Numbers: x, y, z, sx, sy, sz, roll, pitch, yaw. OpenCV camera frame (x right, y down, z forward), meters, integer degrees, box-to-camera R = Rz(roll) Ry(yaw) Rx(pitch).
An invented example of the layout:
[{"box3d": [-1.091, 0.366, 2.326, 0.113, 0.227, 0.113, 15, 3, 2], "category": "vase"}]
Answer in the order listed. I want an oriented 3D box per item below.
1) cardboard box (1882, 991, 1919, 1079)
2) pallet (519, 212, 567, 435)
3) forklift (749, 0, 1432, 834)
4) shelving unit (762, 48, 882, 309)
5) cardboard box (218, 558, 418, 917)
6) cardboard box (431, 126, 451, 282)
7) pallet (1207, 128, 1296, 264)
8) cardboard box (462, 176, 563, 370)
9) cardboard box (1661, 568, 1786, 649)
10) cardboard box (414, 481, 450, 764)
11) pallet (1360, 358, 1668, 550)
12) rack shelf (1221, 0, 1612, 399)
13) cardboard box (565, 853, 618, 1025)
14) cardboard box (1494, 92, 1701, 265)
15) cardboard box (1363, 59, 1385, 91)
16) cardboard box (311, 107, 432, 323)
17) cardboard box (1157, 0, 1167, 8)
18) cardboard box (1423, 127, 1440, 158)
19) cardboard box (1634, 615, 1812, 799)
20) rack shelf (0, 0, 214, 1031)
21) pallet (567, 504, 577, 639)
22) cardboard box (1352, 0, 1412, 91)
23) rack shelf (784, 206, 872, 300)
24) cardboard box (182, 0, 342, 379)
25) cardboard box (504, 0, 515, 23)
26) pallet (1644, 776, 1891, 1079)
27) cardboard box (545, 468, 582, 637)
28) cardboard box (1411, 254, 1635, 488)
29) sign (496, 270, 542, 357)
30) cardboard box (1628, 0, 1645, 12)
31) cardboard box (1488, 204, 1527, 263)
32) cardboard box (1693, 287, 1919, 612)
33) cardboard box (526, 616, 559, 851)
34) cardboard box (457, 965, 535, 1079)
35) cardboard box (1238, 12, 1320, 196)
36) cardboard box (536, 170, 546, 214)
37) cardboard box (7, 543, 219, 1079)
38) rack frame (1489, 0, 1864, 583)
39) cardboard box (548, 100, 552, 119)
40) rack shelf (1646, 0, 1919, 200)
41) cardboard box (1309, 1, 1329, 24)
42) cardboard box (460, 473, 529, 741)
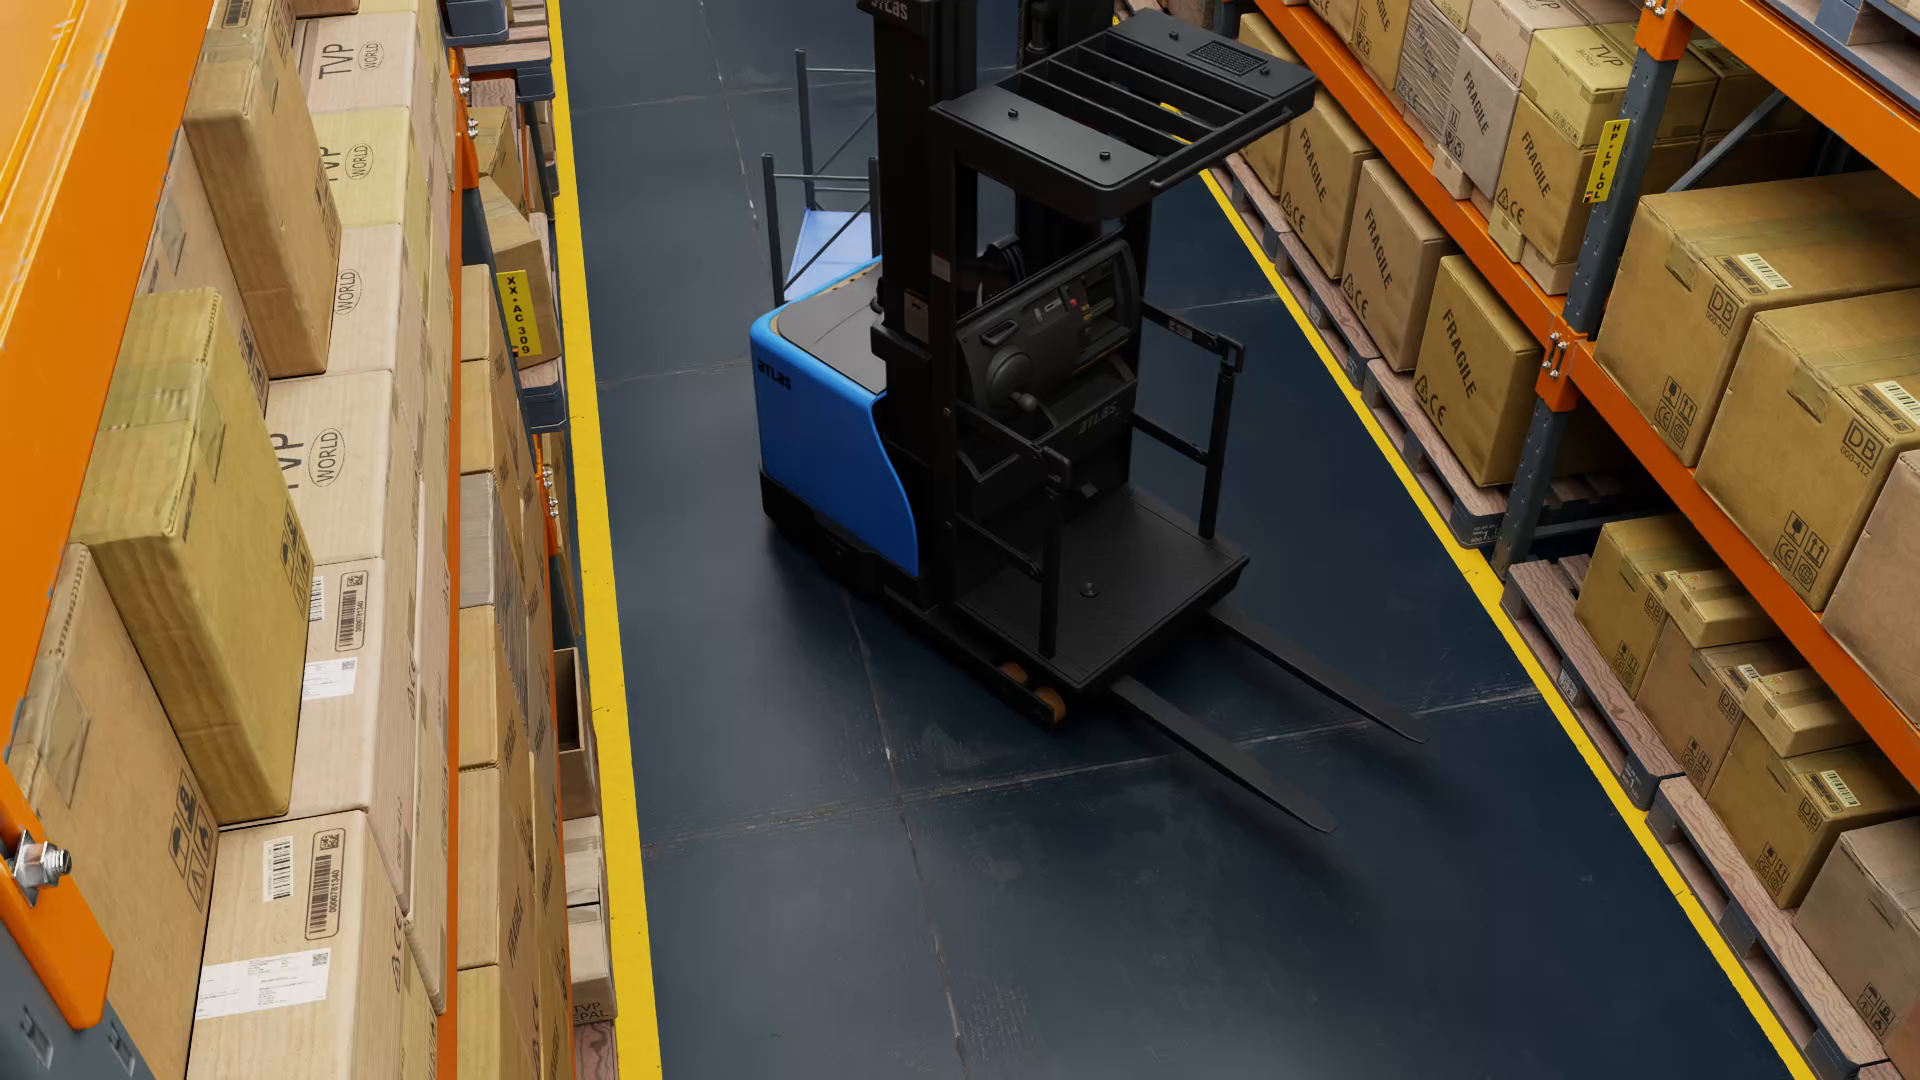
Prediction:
[{"box3d": [3.367, 1.563, 5.079, 0.700, 0.500, 0.500, -8, 42, -9], "category": "cardboard box"}, {"box3d": [-2.042, -0.794, 6.311, 1.003, 0.211, 1.213, -8, 42, -9], "category": "pallet"}, {"box3d": [0.499, -0.736, 6.153, 3.031, 2.935, 1.130, 33, 51, 32], "category": "forklift"}, {"box3d": [-0.564, -1.419, 8.000, 0.538, 1.500, 1.048, 3, 42, 3], "category": "shelving unit"}, {"box3d": [-1.070, 0.313, 2.397, 0.500, 0.250, 0.500, -8, 42, -9], "category": "cardboard box"}, {"box3d": [-1.513, -0.795, 4.021, 0.500, 0.250, 0.500, -8, 42, -9], "category": "cardboard box"}, {"box3d": [2.094, -2.072, 9.707, 1.003, 0.211, 1.213, -8, 42, -9], "category": "pallet"}, {"box3d": [-1.859, -0.866, 5.856, 0.700, 0.500, 0.500, -23, 46, -23], "category": "cardboard box"}, {"box3d": [2.818, 0.238, 6.082, 0.380, 0.149, 0.250, -7, 42, -8], "category": "cardboard box"}, {"box3d": [-1.180, 0.176, 2.928, 0.500, 0.250, 0.500, -8, 42, -9], "category": "cardboard box"}, {"box3d": [2.620, -0.491, 7.926, 1.003, 0.211, 1.213, -8, 42, -9], "category": "pallet"}, {"box3d": [2.429, -2.072, 8.148, 1.077, 0.370, 4.000, -8, 42, -9], "category": "rack shelf"}, {"box3d": [-1.414, 1.324, 5.475, 0.500, 0.311, 0.500, -8, 42, -9], "category": "cardboard box"}, {"box3d": [2.515, -1.464, 6.607, 0.500, 0.500, 0.500, -9, 42, -10], "category": "cardboard box"}, {"box3d": [2.184, -2.311, 8.050, 0.380, 0.149, 0.250, -8, 42, -9], "category": "cardboard box"}, {"box3d": [-1.395, -0.659, 3.492, 0.500, 0.250, 0.500, -8, 42, -9], "category": "cardboard box"}, {"box3d": [1.658, -3.995, 11.324, 0.700, 0.500, 0.500, -9, 42, -10], "category": "cardboard box"}, {"box3d": [2.319, -1.802, 7.476, 0.380, 0.149, 0.250, -8, 42, -9], "category": "cardboard box"}, {"box3d": [3.027, 0.559, 6.209, 0.700, 0.500, 0.500, -9, 42, -10], "category": "cardboard box"}, {"box3d": [-1.544, -1.009, 2.434, 1.077, 0.370, 4.000, -8, 42, -9], "category": "rack shelf"}, {"box3d": [-2.188, 0.189, 7.160, 1.003, 0.211, 1.213, -8, 42, -9], "category": "pallet"}, {"box3d": [2.182, -2.443, 7.710, 0.500, 0.500, 0.500, -7, 42, -8], "category": "cardboard box"}, {"box3d": [-0.564, -1.284, 8.120, 0.538, 0.185, 1.000, 3, 42, 3], "category": "rack shelf"}, {"box3d": [-1.494, -0.586, 2.844, 0.700, 0.500, 0.500, -8, 42, -9], "category": "cardboard box"}, {"box3d": [-2.593, -2.727, 7.953, 0.700, 0.500, 0.500, -22, 46, -23], "category": "cardboard box"}, {"box3d": [3.215, 1.295, 5.914, 1.003, 0.211, 1.213, -8, 42, -9], "category": "pallet"}, {"box3d": [-1.842, 0.090, 6.723, 0.500, 0.500, 0.500, -10, 43, -11], "category": "cardboard box"}, {"box3d": [2.593, -0.800, 7.477, 0.750, 0.750, 0.750, -8, 42, -9], "category": "cardboard box"}, {"box3d": [-1.447, -0.739, 5.452, 0.100, 0.325, 0.005, -8, 42, -9], "category": "sign"}, {"box3d": [2.896, -2.155, 6.820, 0.500, 0.250, 0.500, -8, 42, -9], "category": "cardboard box"}, {"box3d": [2.434, -1.297, 6.907, 0.380, 0.149, 0.250, -8, 42, -8], "category": "cardboard box"}, {"box3d": [3.114, -0.329, 5.416, 0.980, 0.700, 0.700, -9, 42, -10], "category": "cardboard box"}, {"box3d": [-1.391, 0.584, 4.539, 0.500, 0.500, 0.500, -7, 42, -8], "category": "cardboard box"}, {"box3d": [-1.071, 1.186, 3.107, 0.500, 0.500, 0.500, -8, 42, -9], "category": "cardboard box"}, {"box3d": [2.028, -2.495, 9.386, 0.750, 0.750, 0.750, -9, 42, -10], "category": "cardboard box"}, {"box3d": [-2.408, -1.582, 8.606, 0.500, 0.500, 0.500, -7, 42, -8], "category": "cardboard box"}, {"box3d": [-1.239, 0.397, 1.737, 0.700, 0.500, 0.500, -8, 42, -9], "category": "cardboard box"}, {"box3d": [2.860, -1.044, 6.449, 1.000, 3.000, 0.127, -8, 42, -9], "category": "rack frame"}, {"box3d": [-2.775, -2.761, 10.137, 0.500, 0.250, 0.500, -9, 42, -10], "category": "cardboard box"}, {"box3d": [3.292, -0.601, 4.231, 1.077, 0.370, 4.000, -8, 42, -9], "category": "rack shelf"}, {"box3d": [2.037, -2.810, 8.612, 0.380, 0.149, 0.250, -9, 42, -10], "category": "cardboard box"}, {"box3d": [-1.392, 0.206, 4.212, 0.500, 0.500, 0.500, -8, 42, -9], "category": "cardboard box"}]
